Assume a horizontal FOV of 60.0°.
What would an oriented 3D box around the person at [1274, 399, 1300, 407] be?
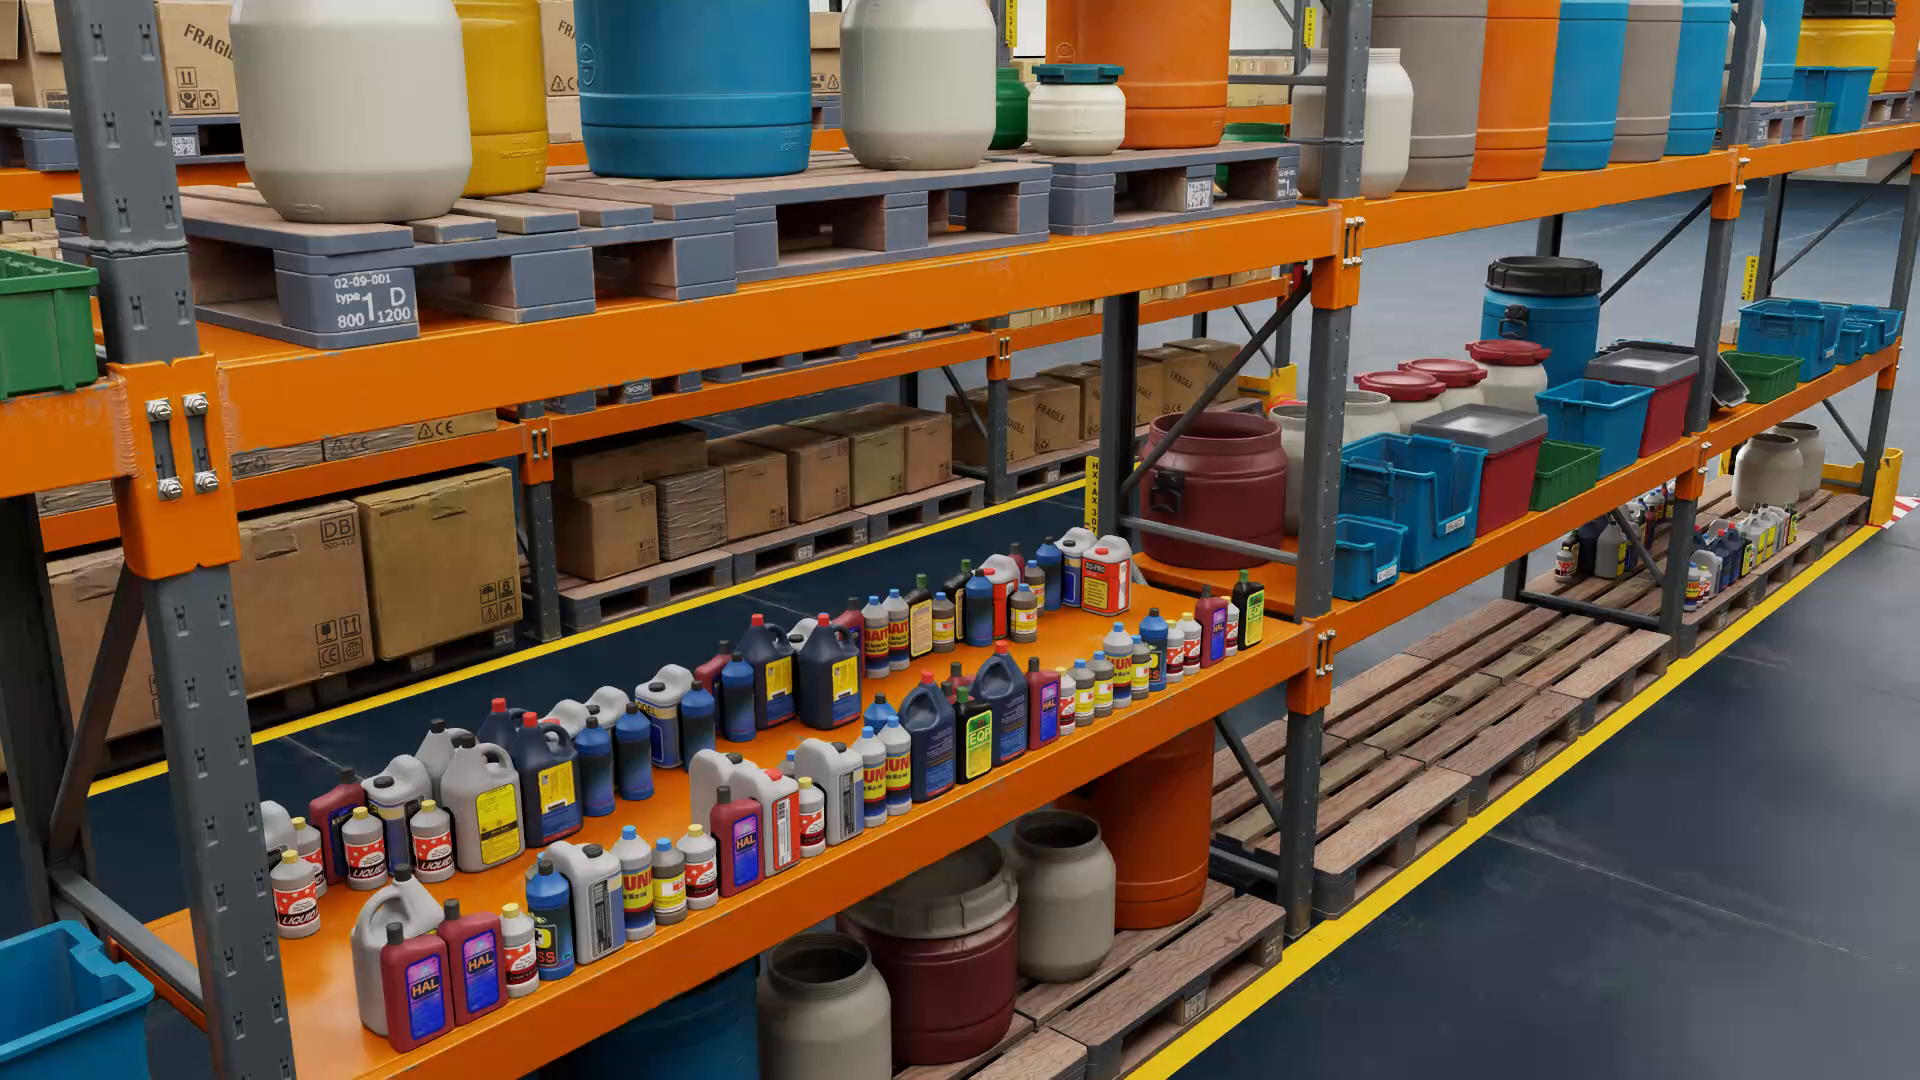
[{"bbox_3d":[1.605,-0.077,9.256,0.711,1.500,0.581,15,22,40],"label":"person"}]
